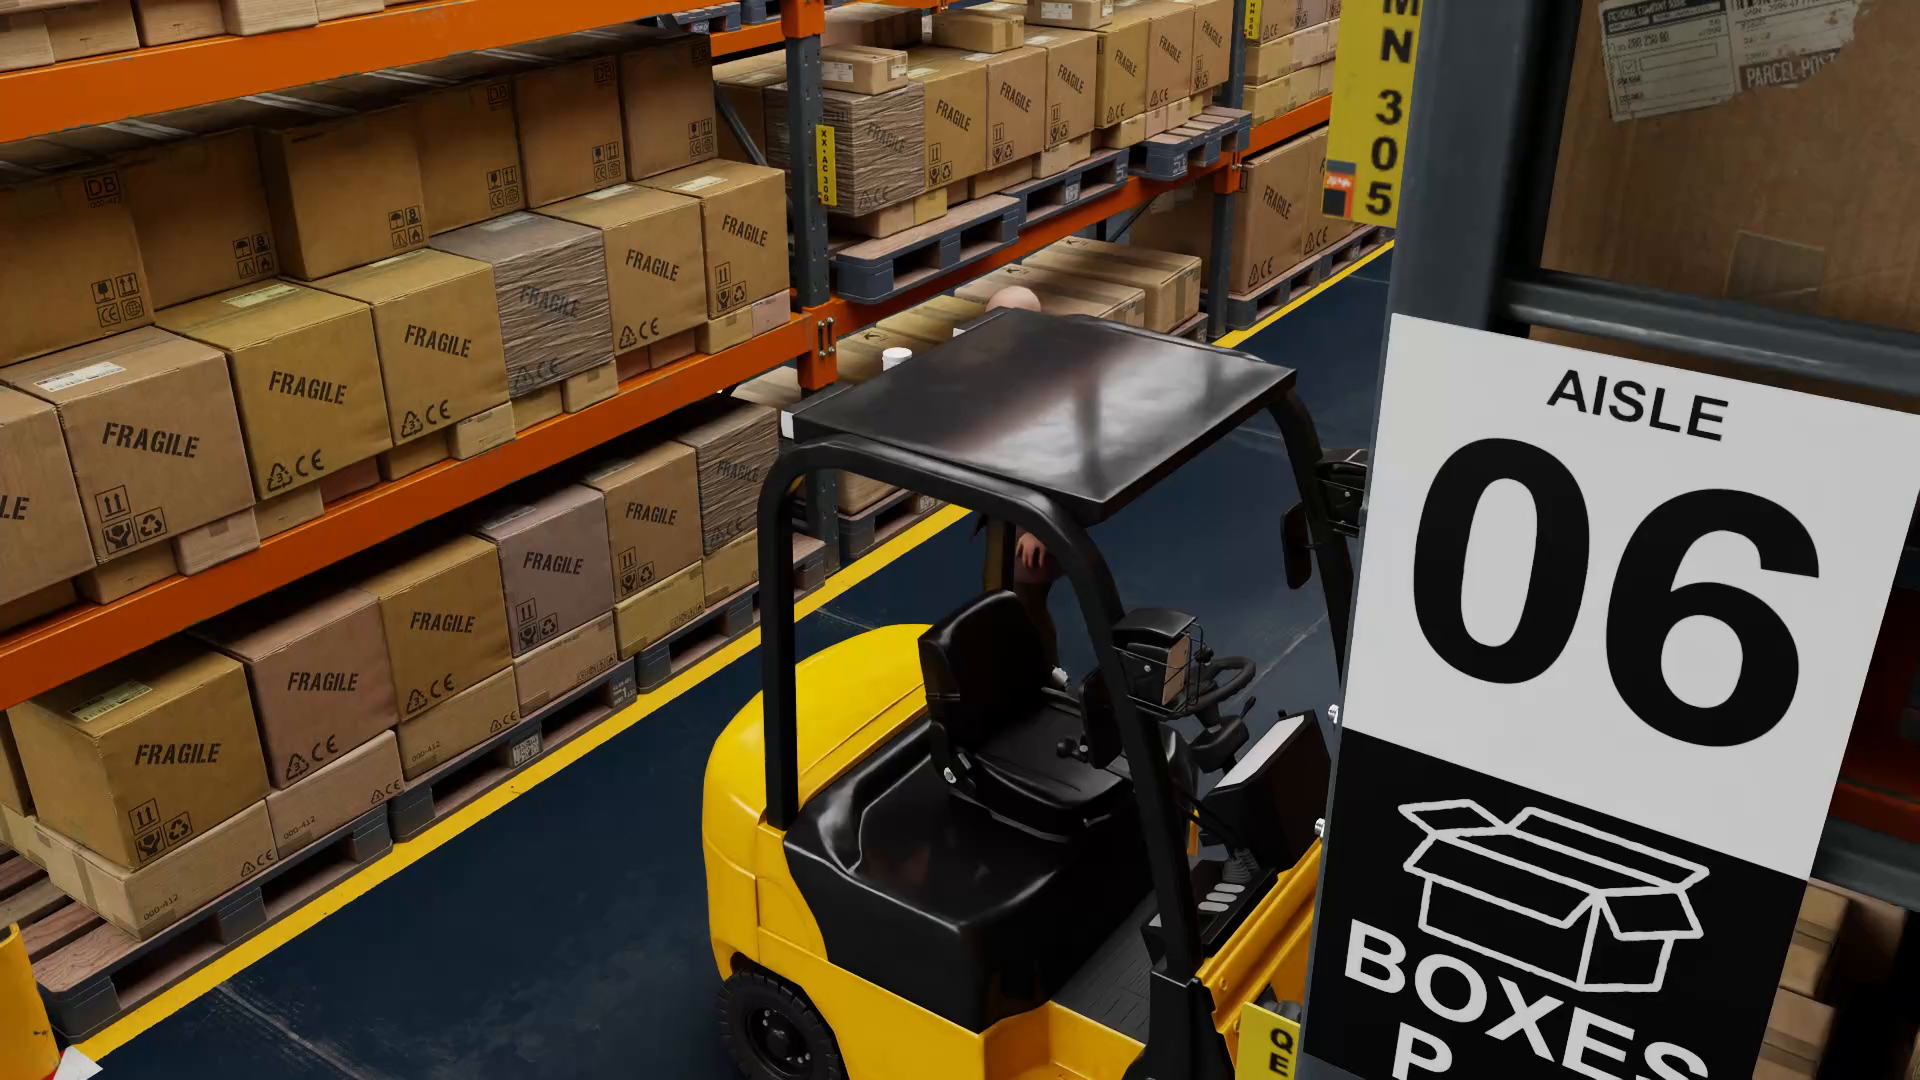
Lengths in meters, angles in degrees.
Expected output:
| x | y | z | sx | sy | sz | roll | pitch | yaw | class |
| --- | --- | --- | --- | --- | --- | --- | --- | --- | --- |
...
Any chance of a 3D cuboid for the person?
| x | y | z | sx | sy | sz | roll | pitch | yaw | class |
| --- | --- | --- | --- | --- | --- | --- | --- | --- | --- |
| 0.240 | -0.128 | 6.390 | 0.428 | 1.772 | 0.647 | -10 | 28 | -18 | person |
